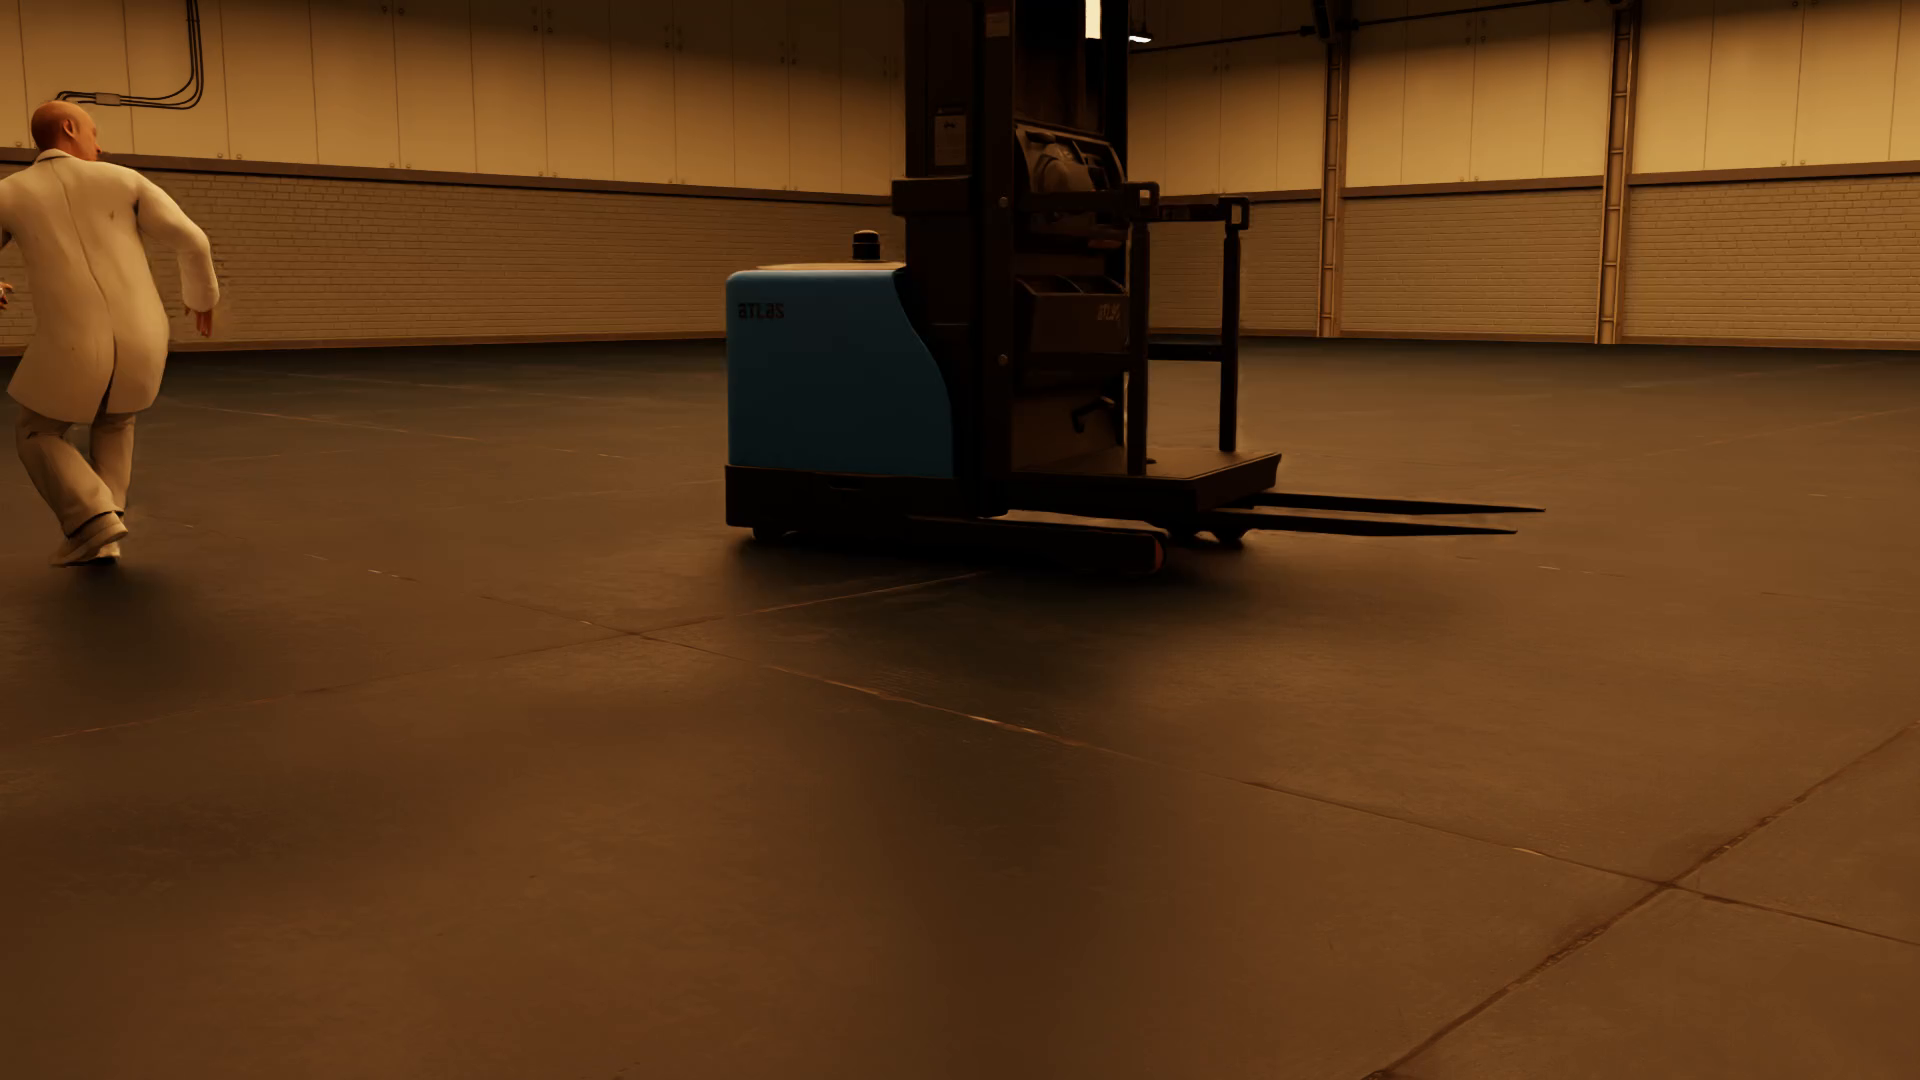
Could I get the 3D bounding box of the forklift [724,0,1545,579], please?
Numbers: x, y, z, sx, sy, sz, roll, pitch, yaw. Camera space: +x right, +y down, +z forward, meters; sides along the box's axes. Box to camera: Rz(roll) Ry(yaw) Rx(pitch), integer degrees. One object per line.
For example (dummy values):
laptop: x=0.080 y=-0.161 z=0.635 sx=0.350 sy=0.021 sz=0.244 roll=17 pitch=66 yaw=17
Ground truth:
forklift: x=0.609 y=-1.403 z=6.192 sx=3.031 sy=2.935 sz=1.130 roll=4 pitch=10 yaw=27

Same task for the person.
person: x=-3.194 y=-0.747 z=6.099 sx=0.888 sy=1.667 sz=0.835 roll=-7 pitch=11 yaw=-37
